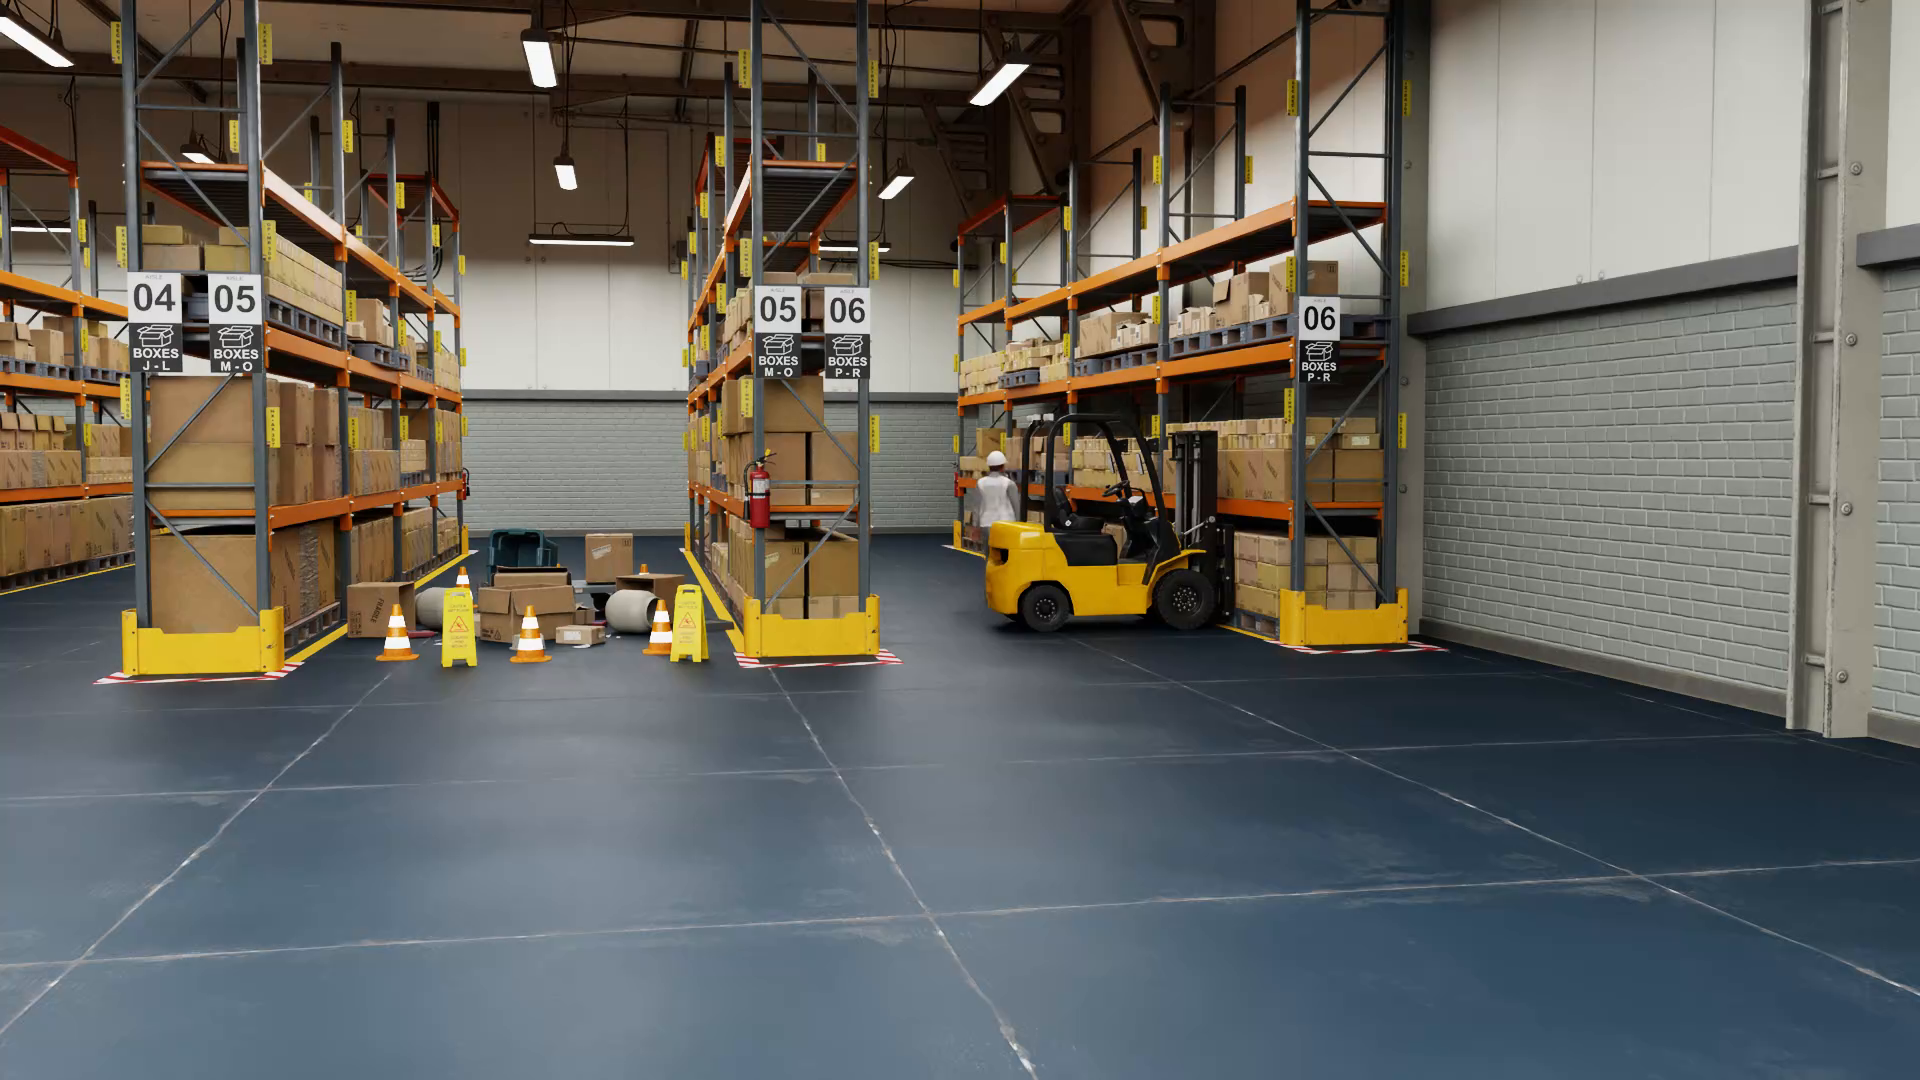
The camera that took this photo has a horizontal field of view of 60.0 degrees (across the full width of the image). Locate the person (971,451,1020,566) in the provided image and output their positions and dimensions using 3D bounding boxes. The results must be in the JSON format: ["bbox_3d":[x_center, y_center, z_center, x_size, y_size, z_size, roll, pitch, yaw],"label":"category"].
[{"bbox_3d":[0.457,-0.116,19.439,0.583,1.839,0.533,1,3,22],"label":"person"}]
